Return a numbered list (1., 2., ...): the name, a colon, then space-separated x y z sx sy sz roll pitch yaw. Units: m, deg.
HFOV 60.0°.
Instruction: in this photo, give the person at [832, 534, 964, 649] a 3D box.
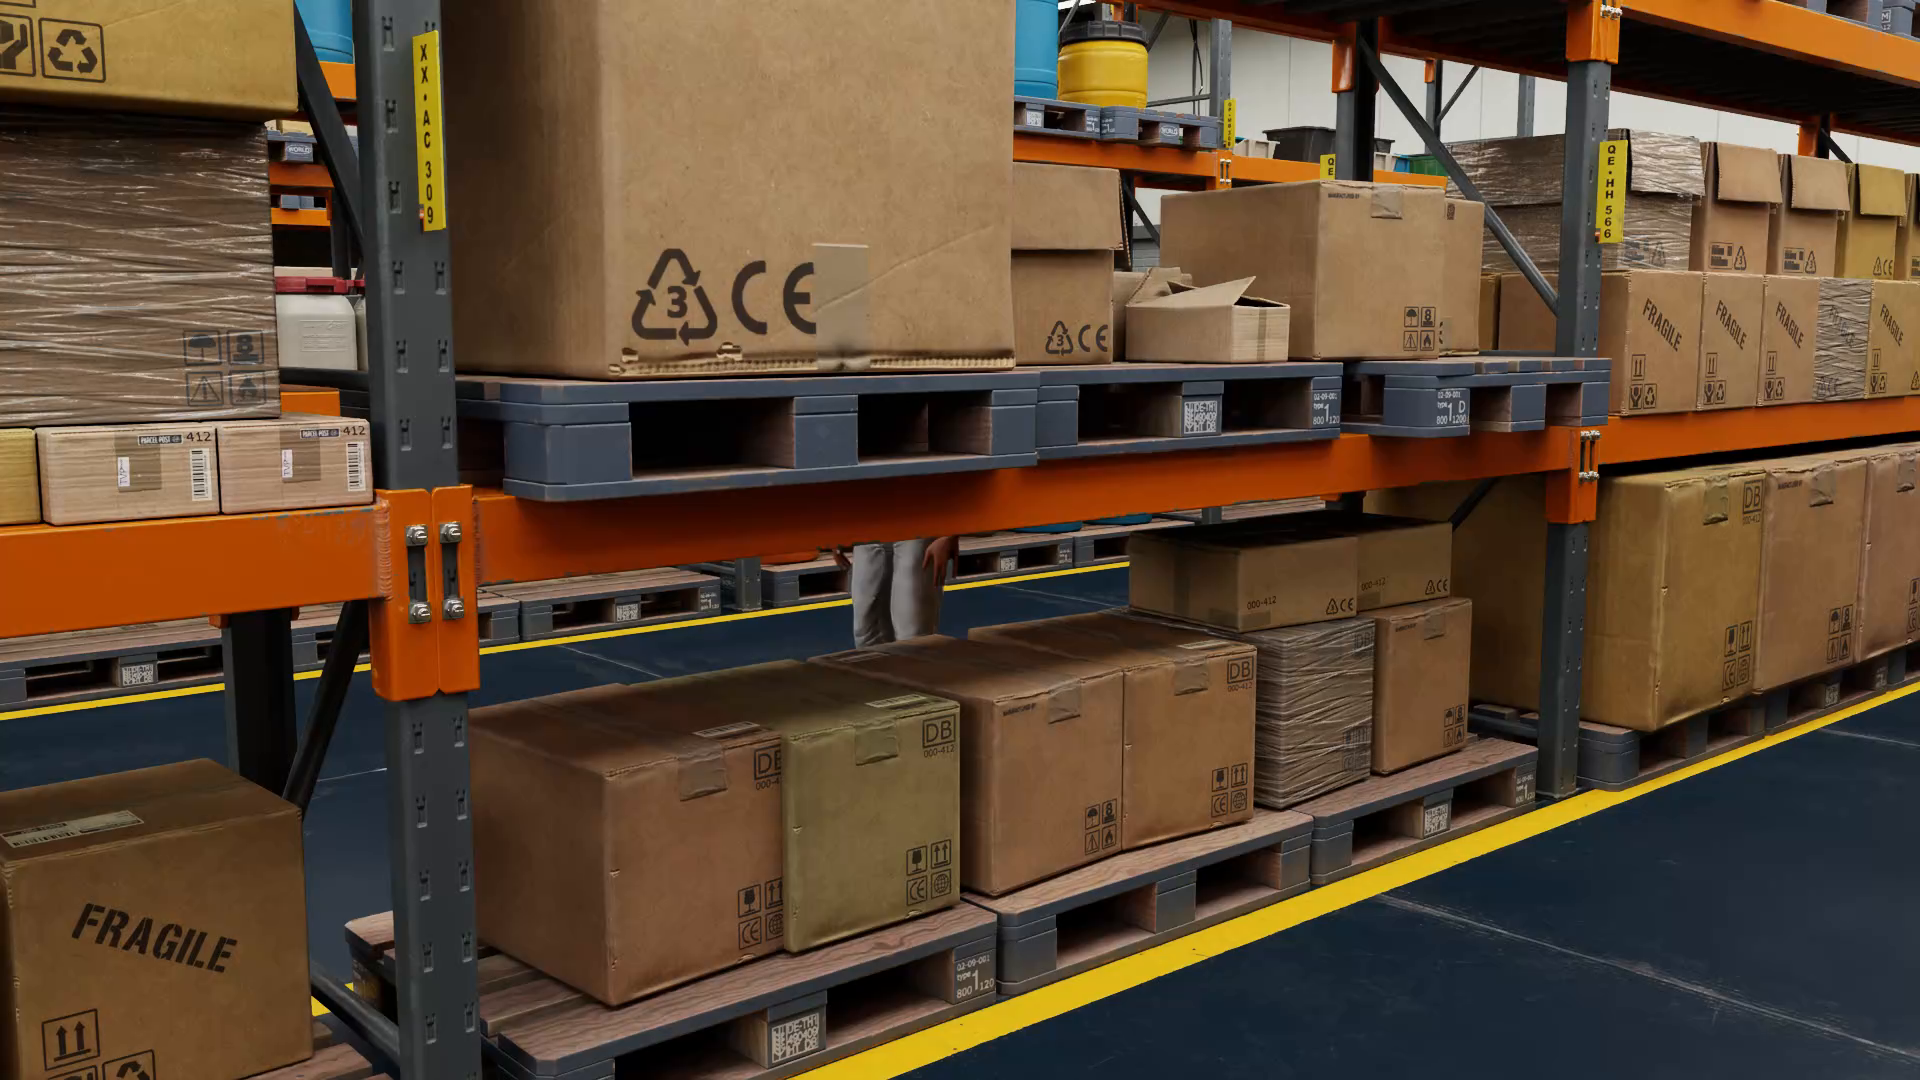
1. person: -0.227 -0.035 5.982 0.461 1.760 0.637 -7 10 -42
